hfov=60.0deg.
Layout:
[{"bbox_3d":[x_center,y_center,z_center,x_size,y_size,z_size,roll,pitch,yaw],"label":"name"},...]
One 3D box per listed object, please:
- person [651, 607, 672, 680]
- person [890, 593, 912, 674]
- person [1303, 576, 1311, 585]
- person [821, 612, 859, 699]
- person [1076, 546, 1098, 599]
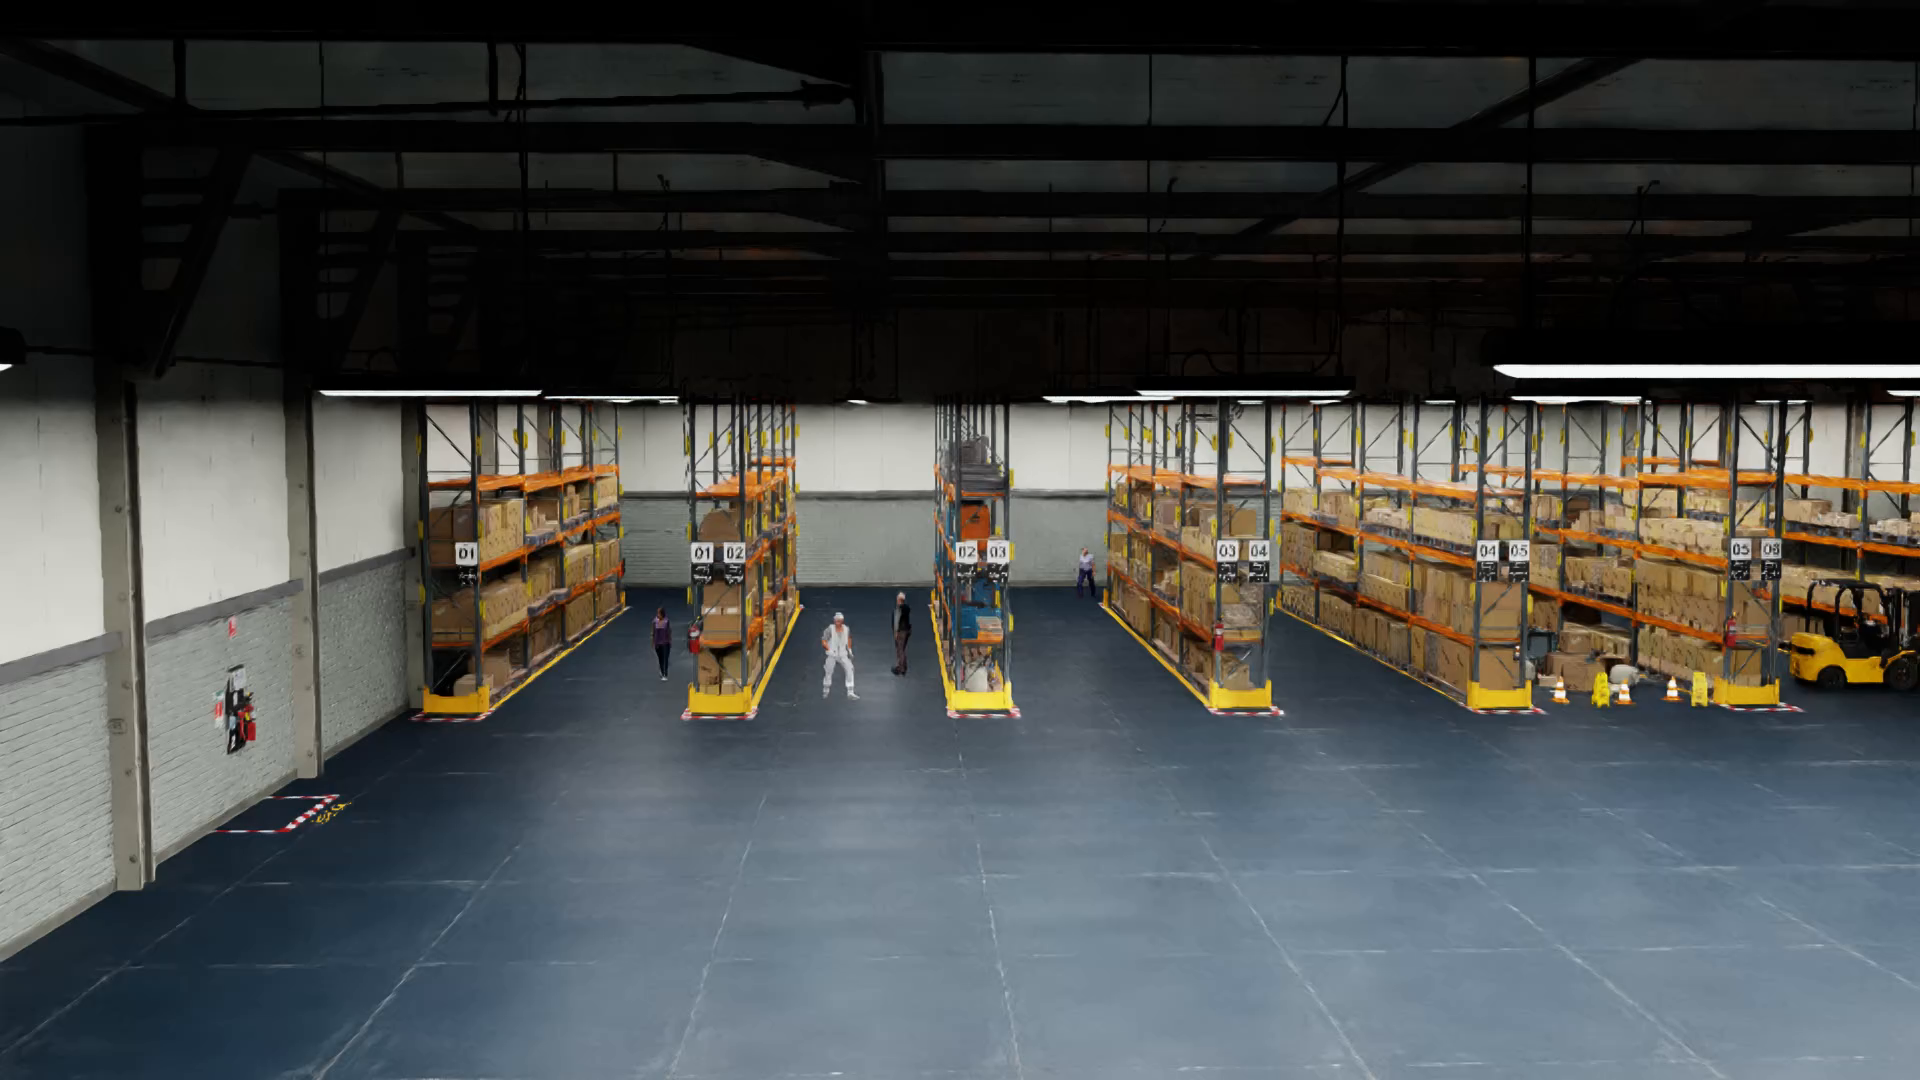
[{"bbox_3d":[-6.287,2.148,34.988,0.417,1.515,1.037,0,5,0],"label":"person"},{"bbox_3d":[-1.306,1.989,35.738,0.493,1.725,0.578,2,5,27],"label":"person"},{"bbox_3d":[10.590,0.860,50.403,0.517,1.667,0.532,3,6,35],"label":"person"},{"bbox_3d":[-2.392,2.247,32.560,0.686,1.716,0.838,-1,5,-18],"label":"person"},{"bbox_3d":[3.790,0.963,49.525,0.534,1.582,0.935,2,5,19],"label":"person"}]
